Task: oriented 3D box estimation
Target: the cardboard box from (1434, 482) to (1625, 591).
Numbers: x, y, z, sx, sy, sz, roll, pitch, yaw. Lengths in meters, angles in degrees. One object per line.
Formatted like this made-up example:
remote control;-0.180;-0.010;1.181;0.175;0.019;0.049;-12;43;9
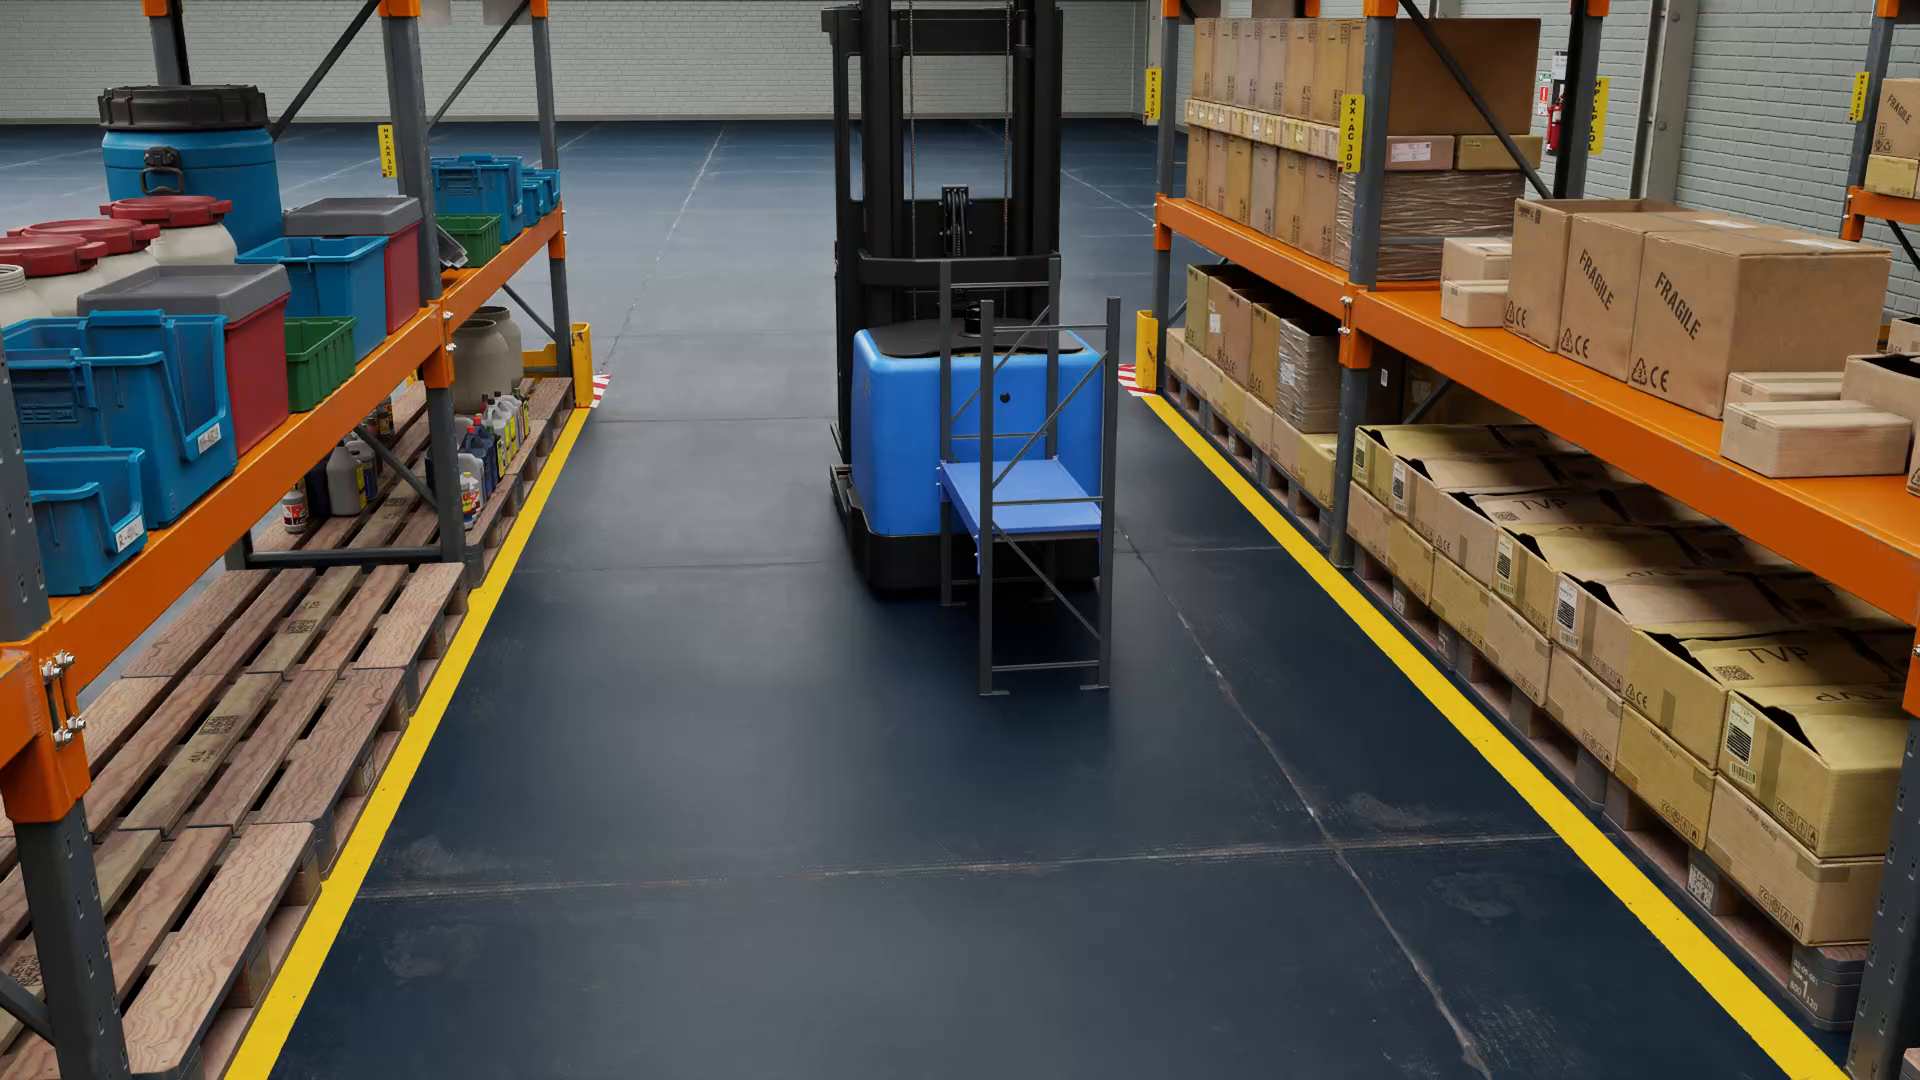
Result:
cardboard box;2.138;-0.046;6.268;0.500;0.311;0.500;-2;18;-7

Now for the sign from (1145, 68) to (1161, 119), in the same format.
sign;1.277;-2.951;10.992;0.100;0.325;0.005;-2;18;-6

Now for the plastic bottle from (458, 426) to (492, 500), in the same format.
plastic bottle;-2.356;-0.371;8.040;0.144;0.351;0.185;-1;17;-4

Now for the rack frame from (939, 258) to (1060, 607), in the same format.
rack frame;0.165;-0.439;7.071;0.500;1.500;0.032;-3;18;-8

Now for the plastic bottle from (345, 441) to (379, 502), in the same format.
plastic bottle;-2.914;-0.335;8.048;0.152;0.276;0.135;-2;18;-6

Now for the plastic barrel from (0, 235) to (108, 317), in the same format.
plastic barrel;-2.685;-0.597;4.845;0.433;0.535;0.433;0;17;0

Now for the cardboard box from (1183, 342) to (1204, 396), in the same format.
cardboard box;1.719;-1.089;10.526;0.500;0.250;0.500;-2;18;-6

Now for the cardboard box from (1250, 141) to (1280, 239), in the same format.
cardboard box;2.027;-1.963;9.254;0.700;0.500;0.500;-1;17;-4

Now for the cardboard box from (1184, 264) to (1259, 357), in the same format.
cardboard box;1.717;-1.446;10.414;0.500;0.500;0.500;-2;18;-6

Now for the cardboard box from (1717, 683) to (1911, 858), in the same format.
cardboard box;2.355;0.563;4.328;0.500;0.311;0.500;-1;17;-4

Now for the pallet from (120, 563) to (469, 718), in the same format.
pallet;-2.566;0.391;6.578;1.003;0.211;1.213;-2;18;-6

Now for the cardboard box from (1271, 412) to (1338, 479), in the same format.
cardboard box;1.935;-0.493;8.629;0.500;0.250;0.500;-2;18;-6

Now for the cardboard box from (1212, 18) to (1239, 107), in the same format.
cardboard box;1.930;-2.870;9.980;0.700;0.500;0.500;-2;18;-7

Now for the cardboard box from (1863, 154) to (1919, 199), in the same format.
cardboard box;6.491;-2.453;11.198;0.500;0.250;0.500;-2;18;-7

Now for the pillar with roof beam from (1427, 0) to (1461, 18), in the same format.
pillar with roof beam;2.169;-8.792;21.160;9.100;9.000;0.400;-2;18;-6

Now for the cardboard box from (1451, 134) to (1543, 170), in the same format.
cardboard box;2.407;-1.767;7.548;0.380;0.149;0.250;-2;18;-6

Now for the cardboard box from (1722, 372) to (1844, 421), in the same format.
cardboard box;2.467;-0.390;4.832;0.380;0.149;0.250;0;17;-2

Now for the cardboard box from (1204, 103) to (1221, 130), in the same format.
cardboard box;1.710;-2.596;10.189;0.380;0.149;0.250;-2;18;-5

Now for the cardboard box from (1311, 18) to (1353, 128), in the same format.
cardboard box;2.136;-2.273;8.077;0.700;0.500;0.500;-2;18;-6

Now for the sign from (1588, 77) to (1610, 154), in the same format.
sign;2.781;-1.858;7.287;0.100;0.325;0.005;-2;18;-6

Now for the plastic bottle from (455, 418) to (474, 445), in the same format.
plastic bottle;-2.564;-0.506;8.595;0.152;0.276;0.135;-2;18;-6

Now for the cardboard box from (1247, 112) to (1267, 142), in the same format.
cardboard box;1.813;-2.291;9.218;0.380;0.149;0.250;-2;18;-5

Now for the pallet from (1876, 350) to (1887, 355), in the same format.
pallet;6.813;-1.074;11.244;1.003;0.211;1.213;-2;18;-6

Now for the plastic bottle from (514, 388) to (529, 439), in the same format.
plastic bottle;-2.442;-0.710;9.230;0.061;0.283;0.133;-1;17;-4

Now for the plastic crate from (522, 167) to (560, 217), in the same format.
plastic crate;-2.749;-2.153;10.275;0.499;0.251;0.616;-2;18;-6

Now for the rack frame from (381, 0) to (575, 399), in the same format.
rack frame;-3.098;-2.364;10.698;1.000;3.000;0.127;-2;18;-6

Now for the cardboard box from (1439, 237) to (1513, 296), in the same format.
cardboard box;2.336;-1.107;6.946;0.500;0.250;0.500;-1;17;-2

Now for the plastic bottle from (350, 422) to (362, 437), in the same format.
plastic bottle;-3.105;-0.467;8.470;0.152;0.276;0.135;-1;17;-5

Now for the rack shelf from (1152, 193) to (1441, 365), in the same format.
rack shelf;2.036;-1.576;9.392;1.077;0.370;4.000;-2;18;-6

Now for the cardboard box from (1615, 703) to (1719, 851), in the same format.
cardboard box;2.301;0.677;4.903;0.500;0.250;0.500;-2;18;-6

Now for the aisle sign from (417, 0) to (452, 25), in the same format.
aisle sign;-3.397;-3.616;10.348;0.394;0.787;0.004;-2;18;-6

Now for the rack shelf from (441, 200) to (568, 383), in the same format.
rack shelf;-2.892;-1.425;8.908;1.077;0.370;4.000;-2;18;-6

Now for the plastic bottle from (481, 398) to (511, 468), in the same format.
plastic bottle;-2.419;-0.554;8.622;0.144;0.351;0.185;-2;18;-6

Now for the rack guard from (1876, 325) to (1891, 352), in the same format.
rack guard;6.764;-1.454;11.975;1.175;0.500;0.348;-2;18;-6

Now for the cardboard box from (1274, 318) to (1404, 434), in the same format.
cardboard box;1.937;-0.851;8.517;0.500;0.500;0.500;-2;18;-6

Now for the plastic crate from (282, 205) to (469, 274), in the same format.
plastic crate;-2.613;-1.302;7.421;0.767;0.338;0.504;-2;18;-6

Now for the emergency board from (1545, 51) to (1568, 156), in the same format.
emergency board;6.853;-5.013;19.137;0.194;1.169;0.643;-2;18;-6

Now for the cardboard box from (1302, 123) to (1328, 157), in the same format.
cardboard box;1.920;-1.985;8.243;0.380;0.149;0.250;-2;18;-6

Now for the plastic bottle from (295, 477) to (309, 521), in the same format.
plastic bottle;-3.063;-0.219;7.667;0.061;0.283;0.133;-1;17;-3

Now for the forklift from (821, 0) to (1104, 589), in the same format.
forklift;-0.096;-1.585;8.331;1.130;2.935;3.031;-3;18;-8

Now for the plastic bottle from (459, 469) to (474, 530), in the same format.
plastic bottle;-2.282;-0.189;7.590;0.097;0.271;0.097;0;17;0

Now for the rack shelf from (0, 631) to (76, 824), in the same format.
rack shelf;-2.067;0.959;1.316;1.077;0.370;4.000;-2;18;-6

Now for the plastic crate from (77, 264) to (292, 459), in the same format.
plastic crate;-2.135;-0.502;4.660;0.402;0.464;0.583;-2;18;-6

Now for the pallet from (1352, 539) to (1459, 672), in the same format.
pallet;2.357;0.225;7.108;1.003;0.211;1.213;-2;18;-6

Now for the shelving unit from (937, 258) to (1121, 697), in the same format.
shelving unit;0.243;-0.289;6.592;0.538;1.500;1.048;-3;18;-8

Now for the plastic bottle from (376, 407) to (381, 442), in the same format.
plastic bottle;-3.216;-0.660;9.071;0.061;0.283;0.133;-1;17;-5

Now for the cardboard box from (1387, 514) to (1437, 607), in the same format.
cardboard box;2.088;0.068;6.843;0.500;0.250;0.500;-1;17;-4

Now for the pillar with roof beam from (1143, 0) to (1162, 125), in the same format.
pillar with roof beam;0.313;-14.155;38.242;9.100;9.000;0.400;-2;18;-6

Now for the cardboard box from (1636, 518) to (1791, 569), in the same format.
cardboard box;2.726;0.085;5.851;0.500;0.311;0.500;-2;18;-6
